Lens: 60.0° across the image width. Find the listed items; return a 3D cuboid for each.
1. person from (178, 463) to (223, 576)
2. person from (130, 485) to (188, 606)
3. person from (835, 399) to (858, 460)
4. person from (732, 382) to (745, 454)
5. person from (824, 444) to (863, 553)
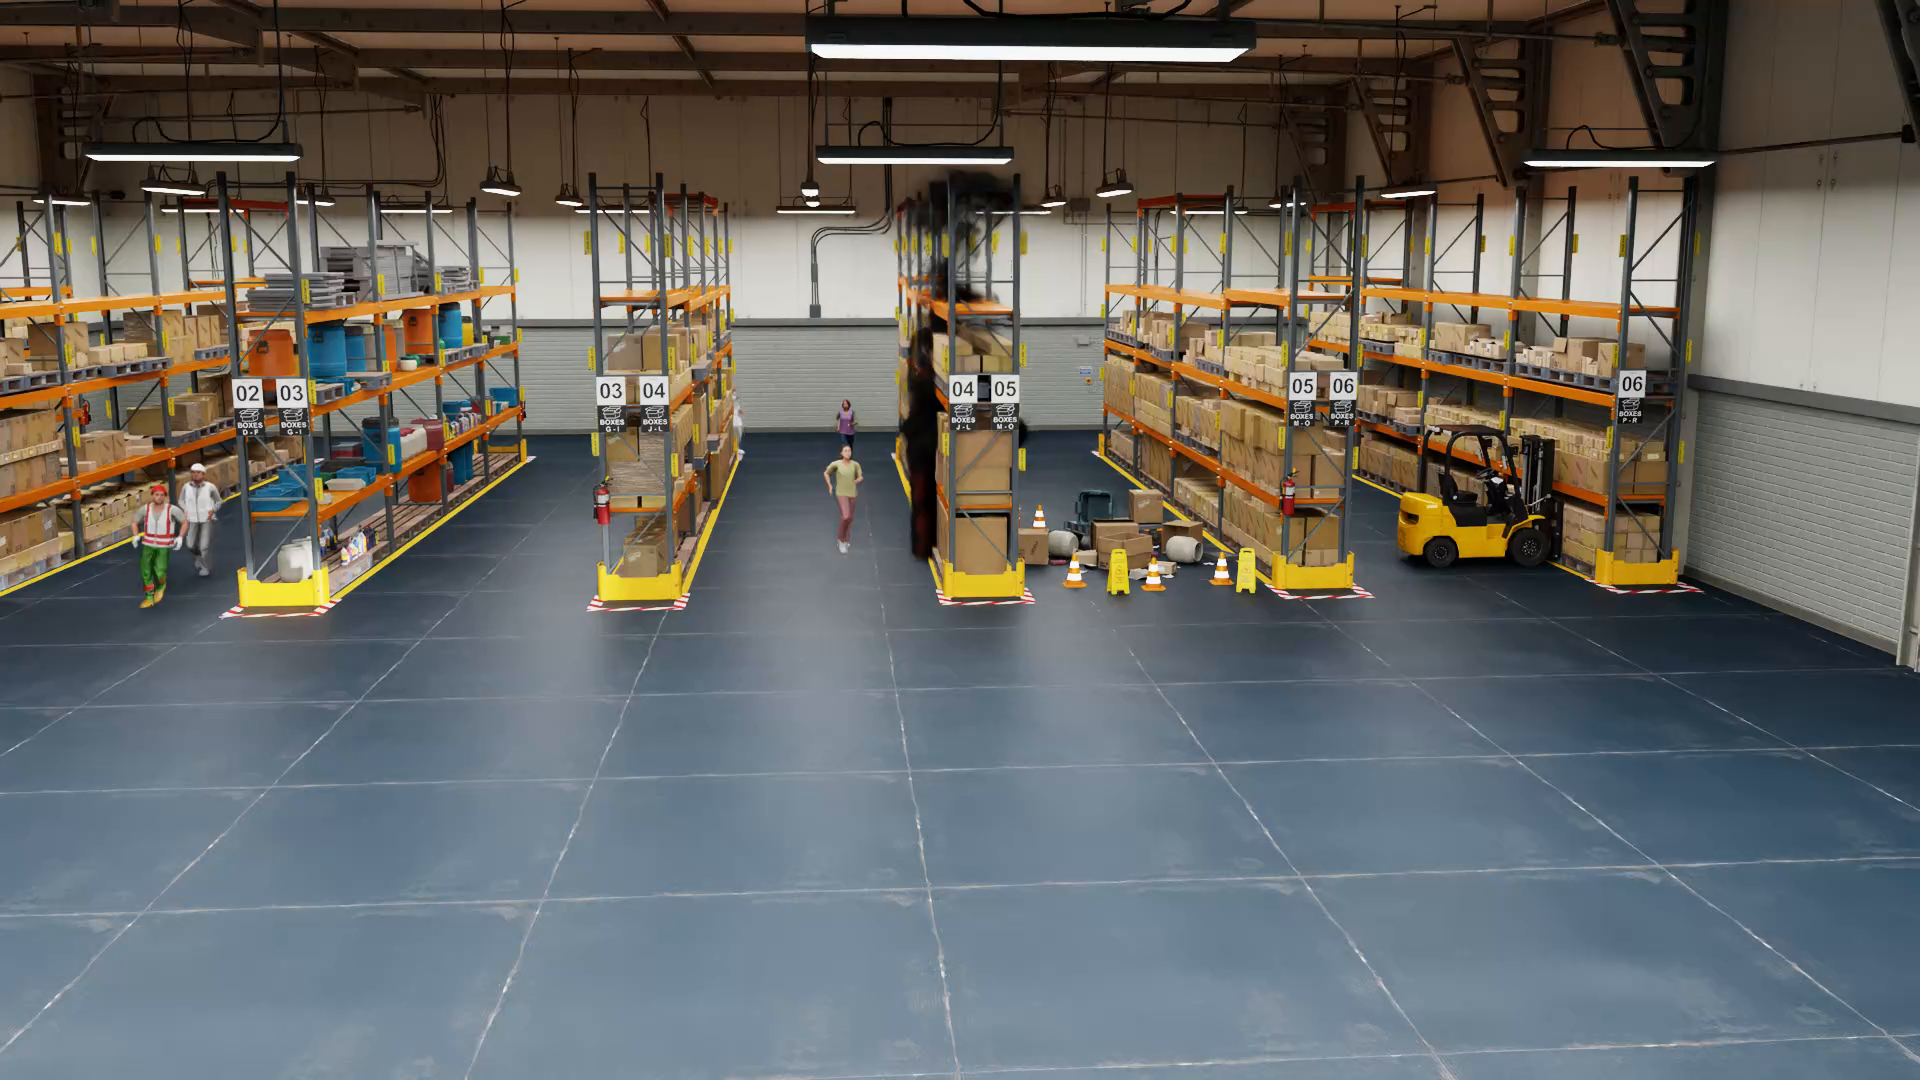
[{"bbox_3d":[-11.640,-0.313,25.489,0.643,1.726,0.577,-2,10,-12],"label":"person"},{"bbox_3d":[-11.204,0.087,23.230,0.718,1.720,0.533,-2,10,-10],"label":"person"},{"bbox_3d":[-2.552,-2.366,37.570,0.517,1.589,0.678,-1,10,-4],"label":"person"},{"bbox_3d":[-5.595,-2.993,40.699,0.655,1.748,0.748,1,10,7],"label":"person"},{"bbox_3d":[-1.775,-0.651,25.983,0.549,1.708,0.645,-5,11,-24],"label":"person"}]
